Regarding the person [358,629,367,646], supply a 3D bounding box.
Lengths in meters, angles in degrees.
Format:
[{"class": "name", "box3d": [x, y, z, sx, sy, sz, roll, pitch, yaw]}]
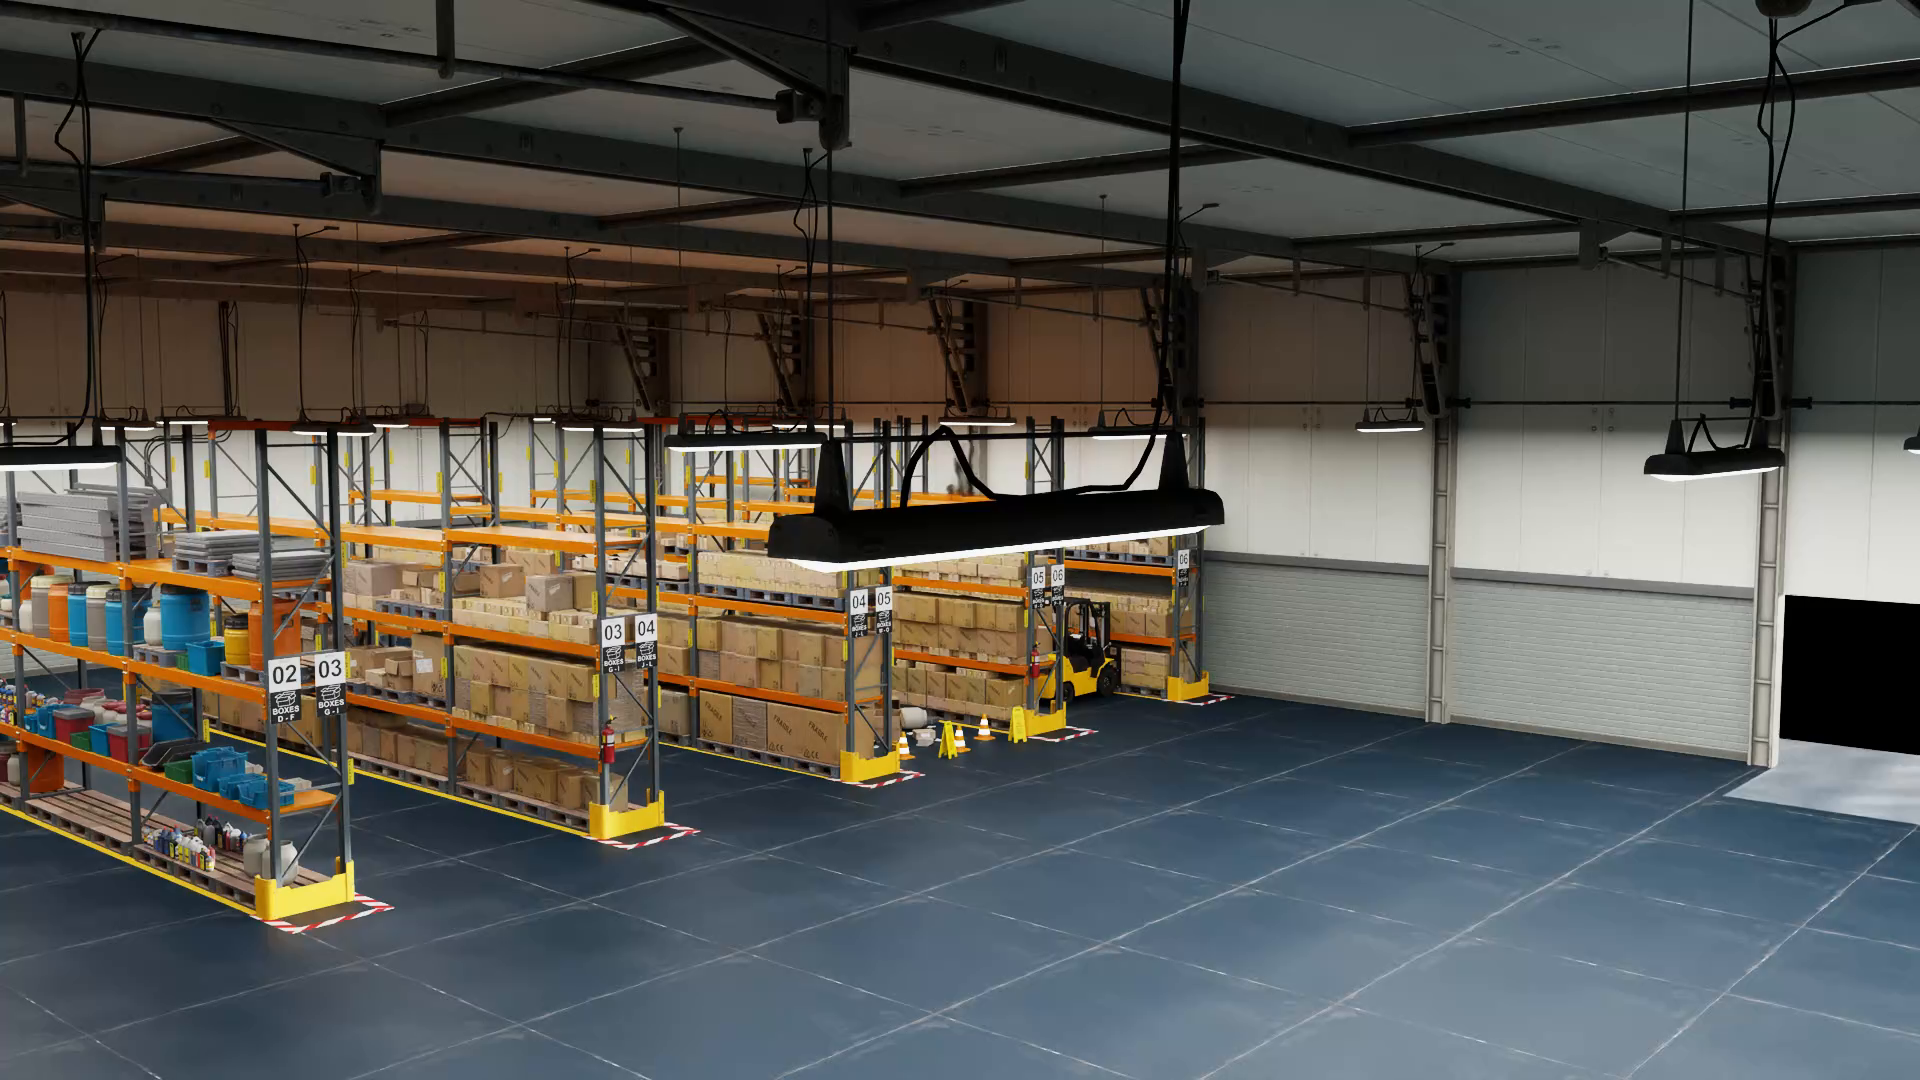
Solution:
[{"class": "person", "box3d": [-14.290, 2.134, 40.042, 0.720, 1.735, 0.665, 1, 5, 8]}]

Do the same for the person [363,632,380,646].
[{"class": "person", "box3d": [-13.930, 2.193, 39.677, 0.838, 1.760, 0.744, -1, 5, -16]}]
